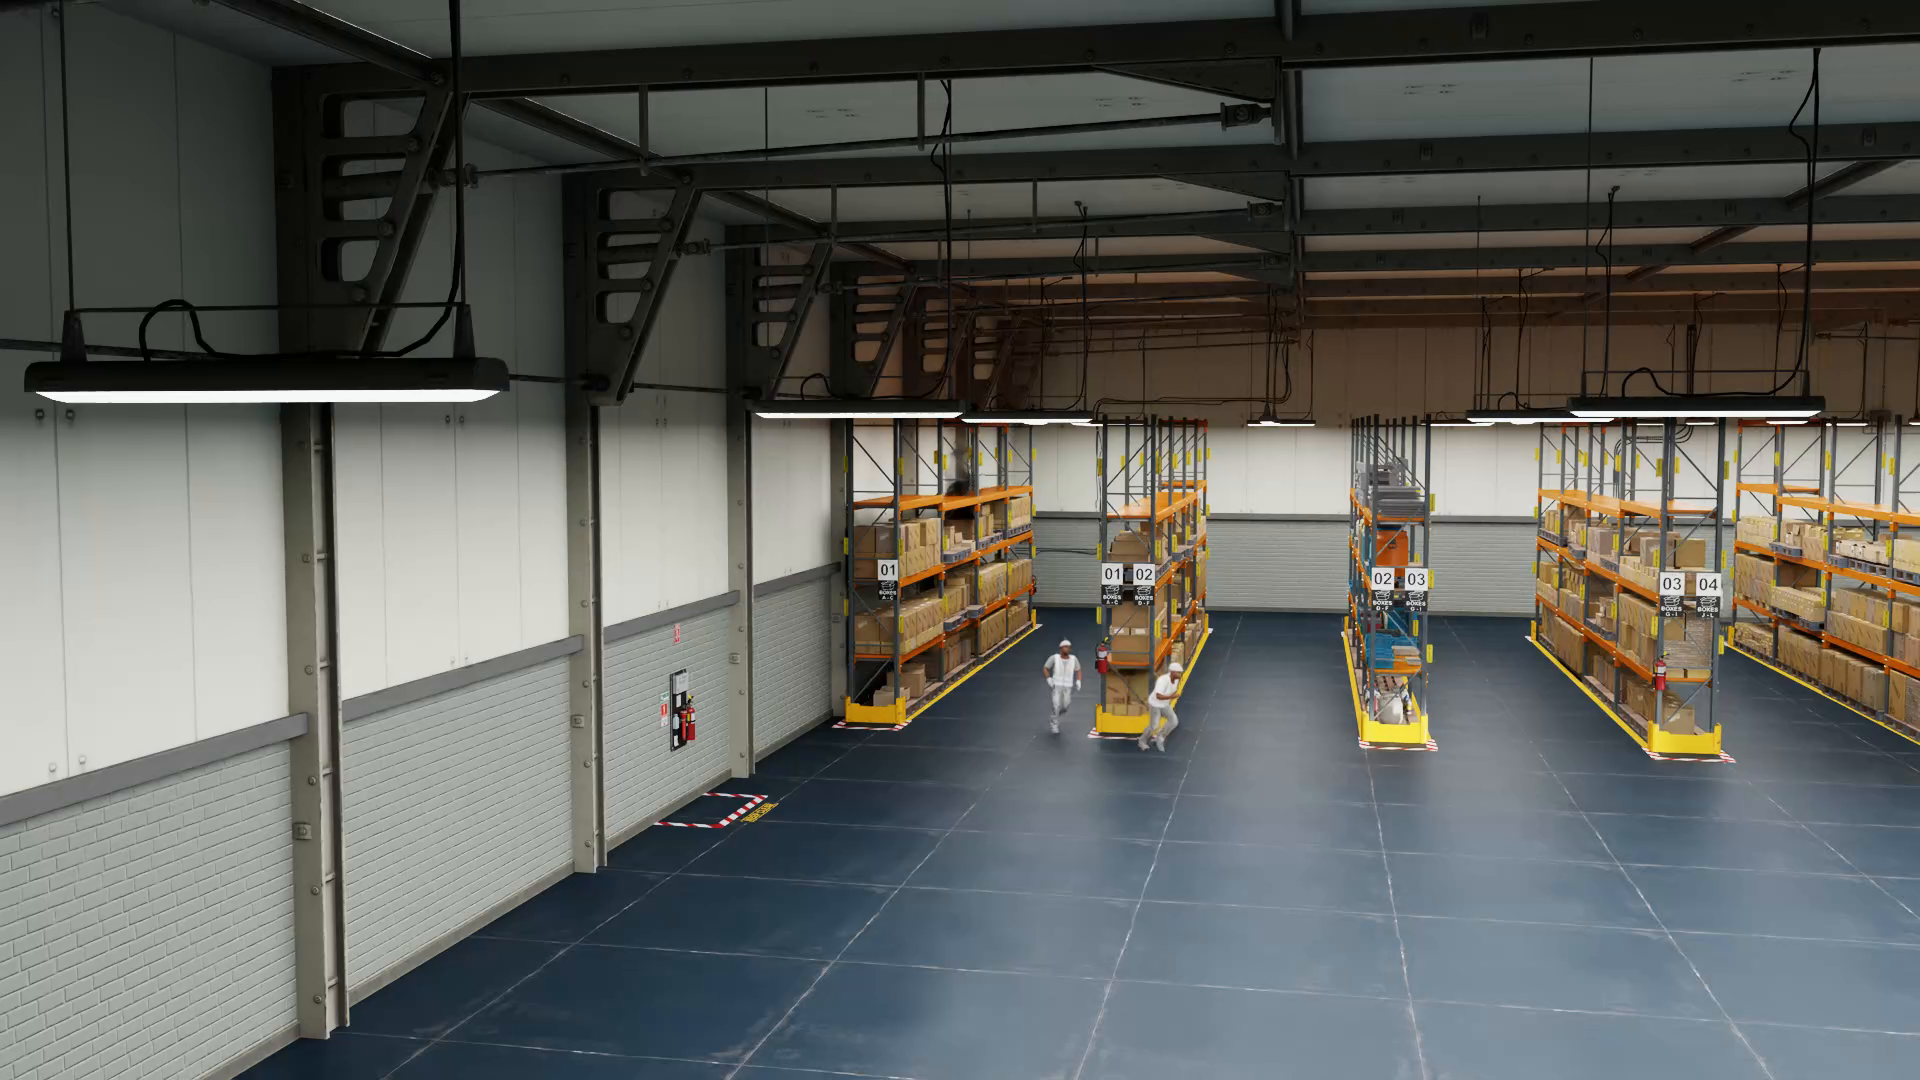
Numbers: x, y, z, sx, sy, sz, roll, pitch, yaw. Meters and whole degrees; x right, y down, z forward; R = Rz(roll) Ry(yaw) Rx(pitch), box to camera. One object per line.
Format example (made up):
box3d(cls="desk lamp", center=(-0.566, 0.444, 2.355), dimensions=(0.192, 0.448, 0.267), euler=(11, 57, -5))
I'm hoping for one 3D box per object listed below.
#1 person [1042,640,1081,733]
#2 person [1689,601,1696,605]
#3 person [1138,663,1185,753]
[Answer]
box3d(cls="person", center=(1.939, 2.765, 31.499), dimensions=(0.752, 1.731, 0.549), euler=(-1, 4, -9))
box3d(cls="person", center=(19.548, 1.883, 44.826), dimensions=(0.800, 1.714, 0.756), euler=(-2, 4, -30))
box3d(cls="person", center=(3.593, 2.952, 29.455), dimensions=(0.948, 1.631, 0.738), euler=(3, 5, 41))
